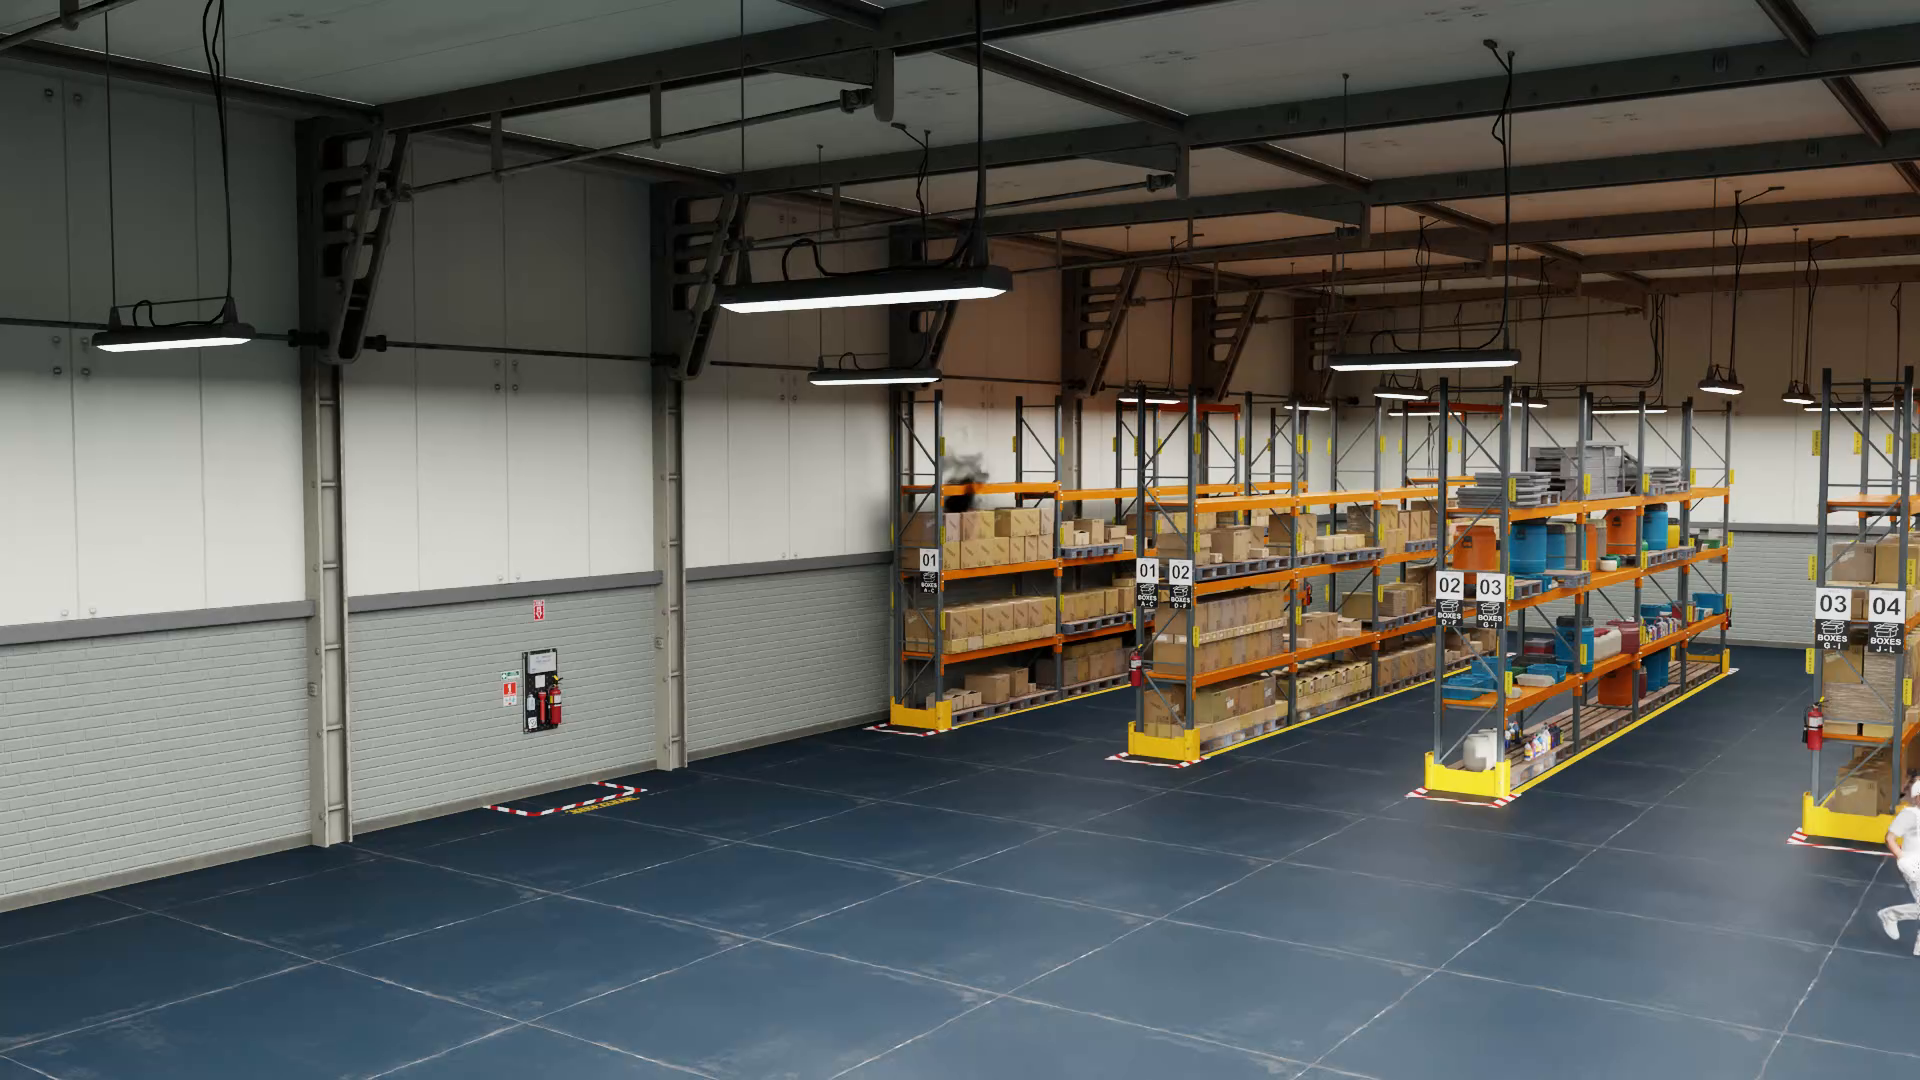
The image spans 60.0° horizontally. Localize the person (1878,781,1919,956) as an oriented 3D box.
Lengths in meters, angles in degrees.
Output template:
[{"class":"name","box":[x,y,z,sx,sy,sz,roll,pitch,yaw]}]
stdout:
[{"class":"person","box":[9.414,3.223,16.356,0.705,1.743,0.621,-2,4,-28]}]
